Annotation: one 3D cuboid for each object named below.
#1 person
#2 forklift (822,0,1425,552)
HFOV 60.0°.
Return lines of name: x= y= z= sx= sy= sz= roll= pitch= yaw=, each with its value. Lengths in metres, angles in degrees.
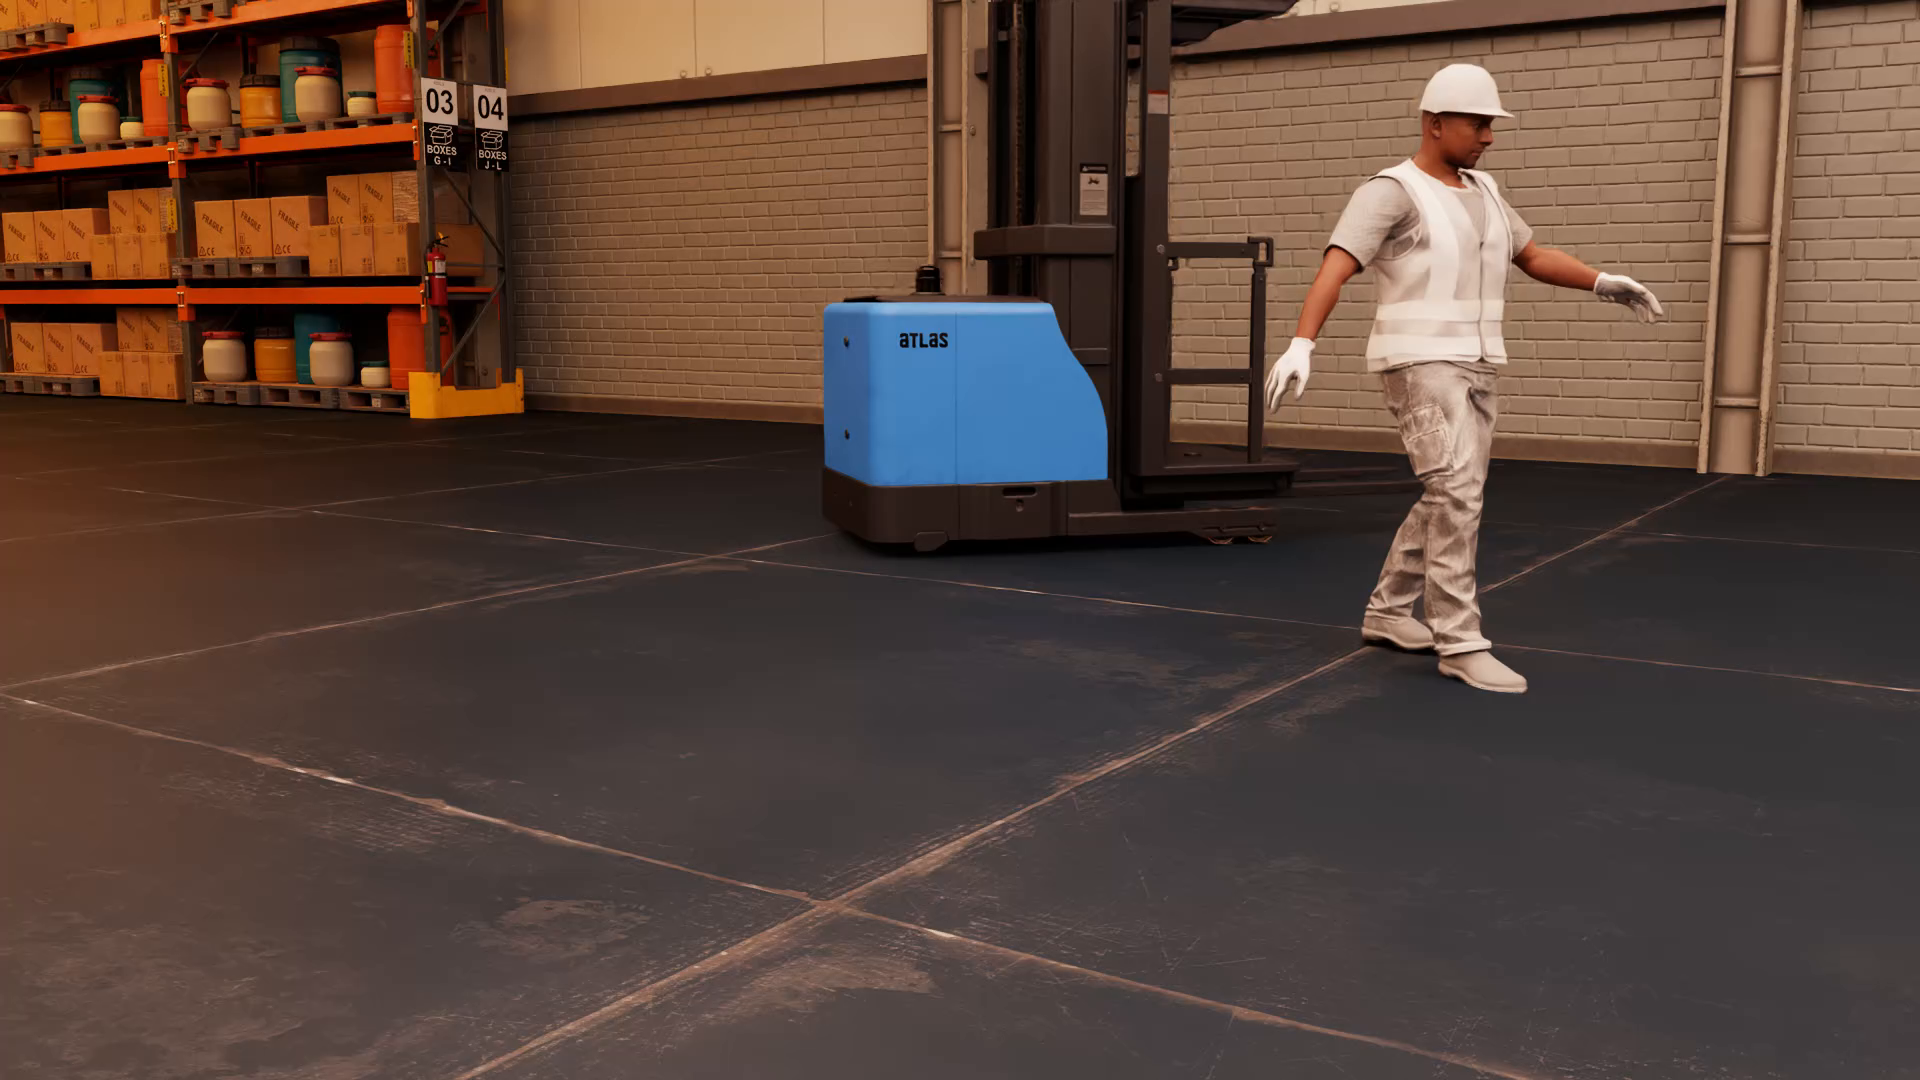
person: x=1.428 y=-0.484 z=4.834 sx=1.019 sy=1.760 sz=0.758 roll=-6 pitch=10 yaw=-37
forklift: x=0.924 y=-1.496 z=7.710 sx=3.031 sy=2.935 sz=1.130 roll=-3 pitch=8 yaw=-17
